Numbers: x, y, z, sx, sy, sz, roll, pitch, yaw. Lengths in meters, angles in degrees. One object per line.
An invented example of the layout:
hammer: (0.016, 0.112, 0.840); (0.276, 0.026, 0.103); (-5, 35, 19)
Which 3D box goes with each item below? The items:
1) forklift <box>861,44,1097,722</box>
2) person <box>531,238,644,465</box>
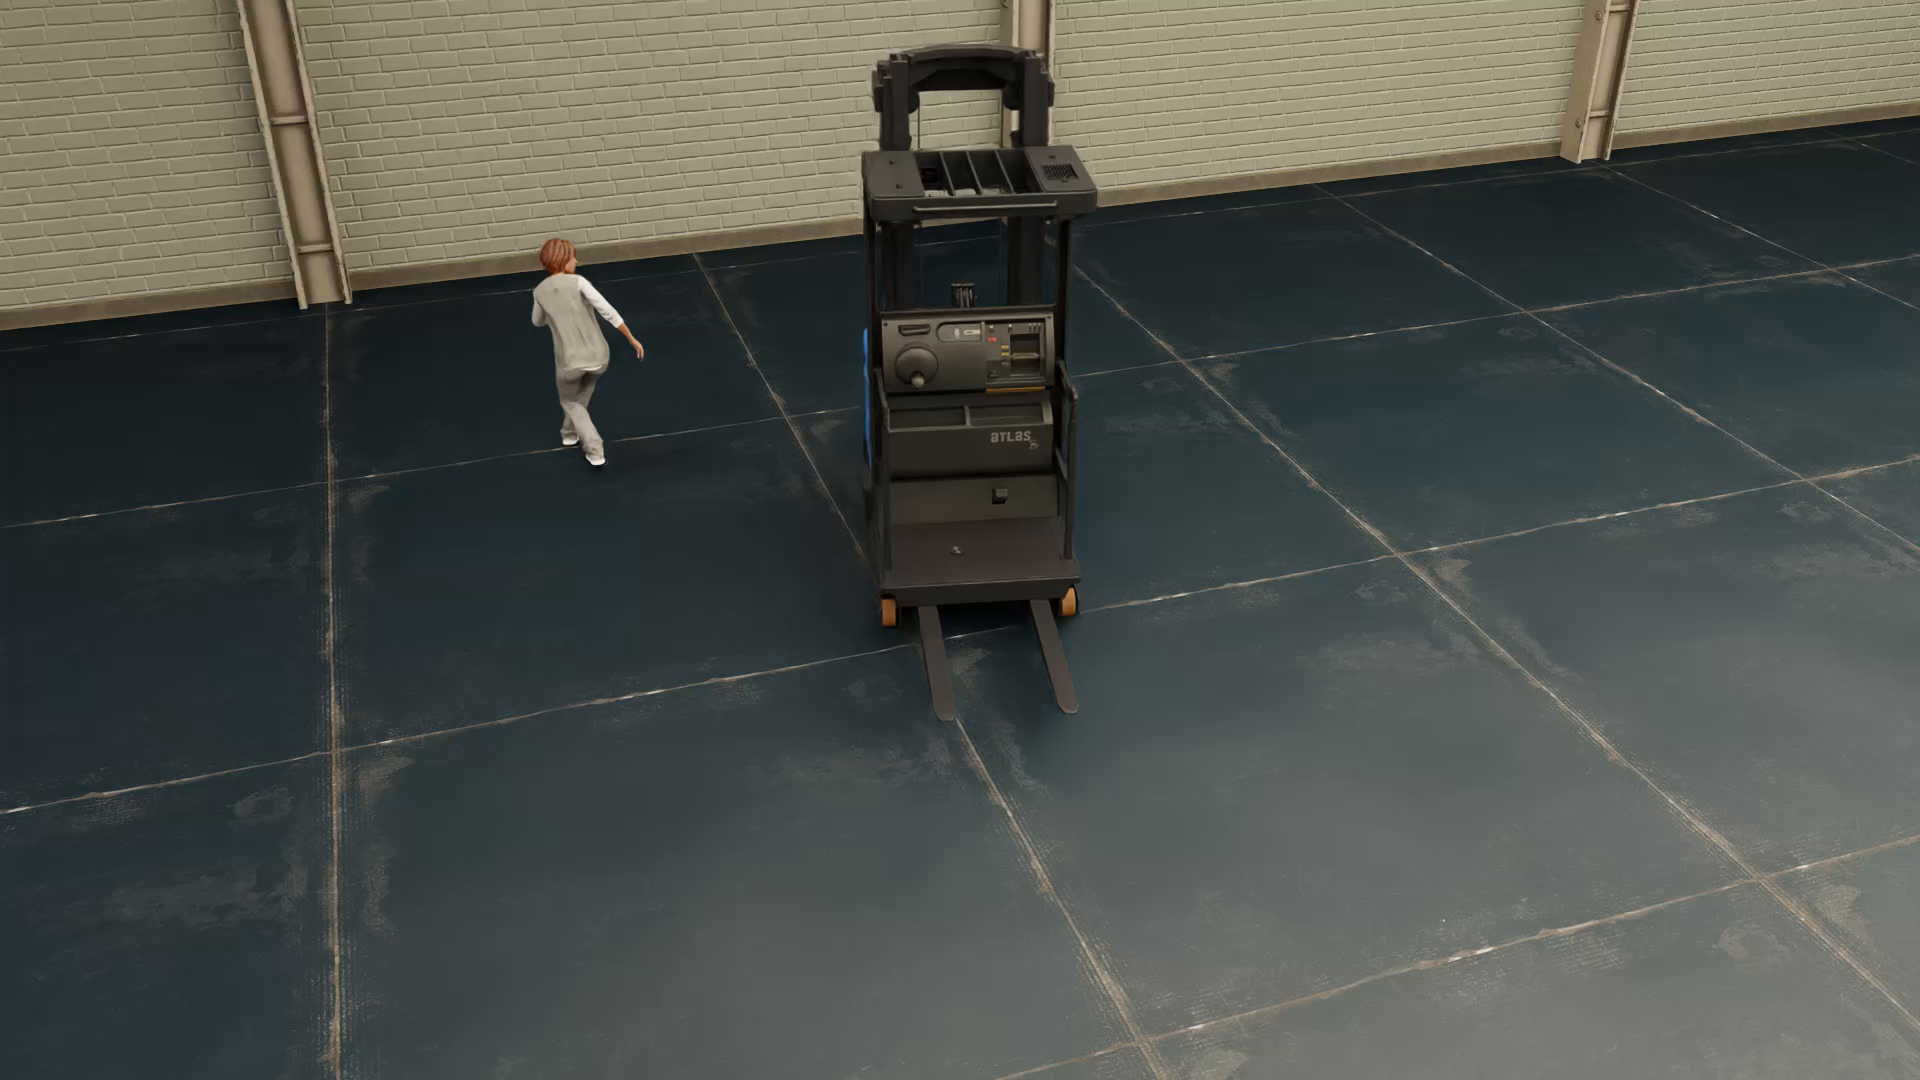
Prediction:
forklift: (0.071, -0.968, 8.769); (1.130, 2.935, 3.031); (-3, 30, -5)
person: (-2.394, -1.234, 10.729); (0.676, 1.478, 0.755); (-7, 31, -11)
